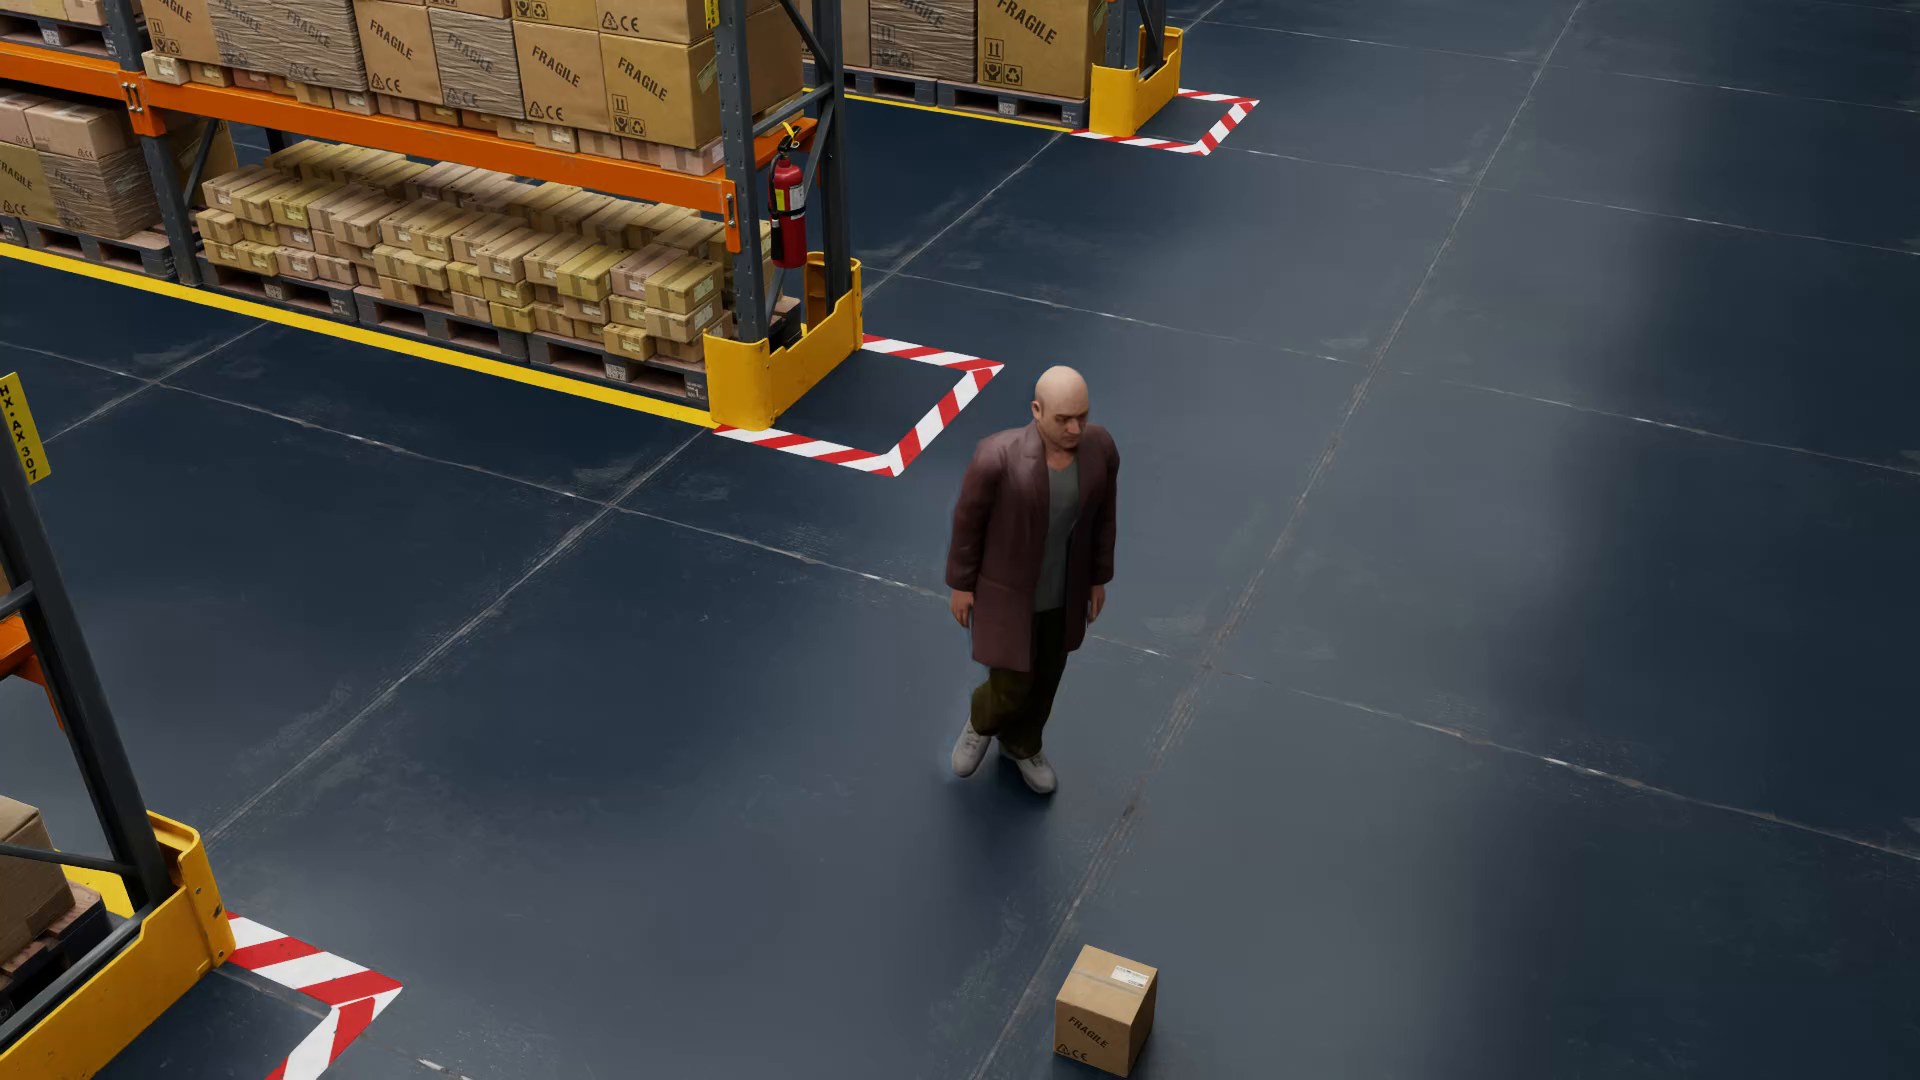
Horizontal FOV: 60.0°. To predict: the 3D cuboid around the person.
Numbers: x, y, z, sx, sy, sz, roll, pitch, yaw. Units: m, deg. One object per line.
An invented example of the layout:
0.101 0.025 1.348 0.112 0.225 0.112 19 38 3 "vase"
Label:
0.250 0.153 5.887 0.608 1.770 0.539 -15 36 -21 "person"
